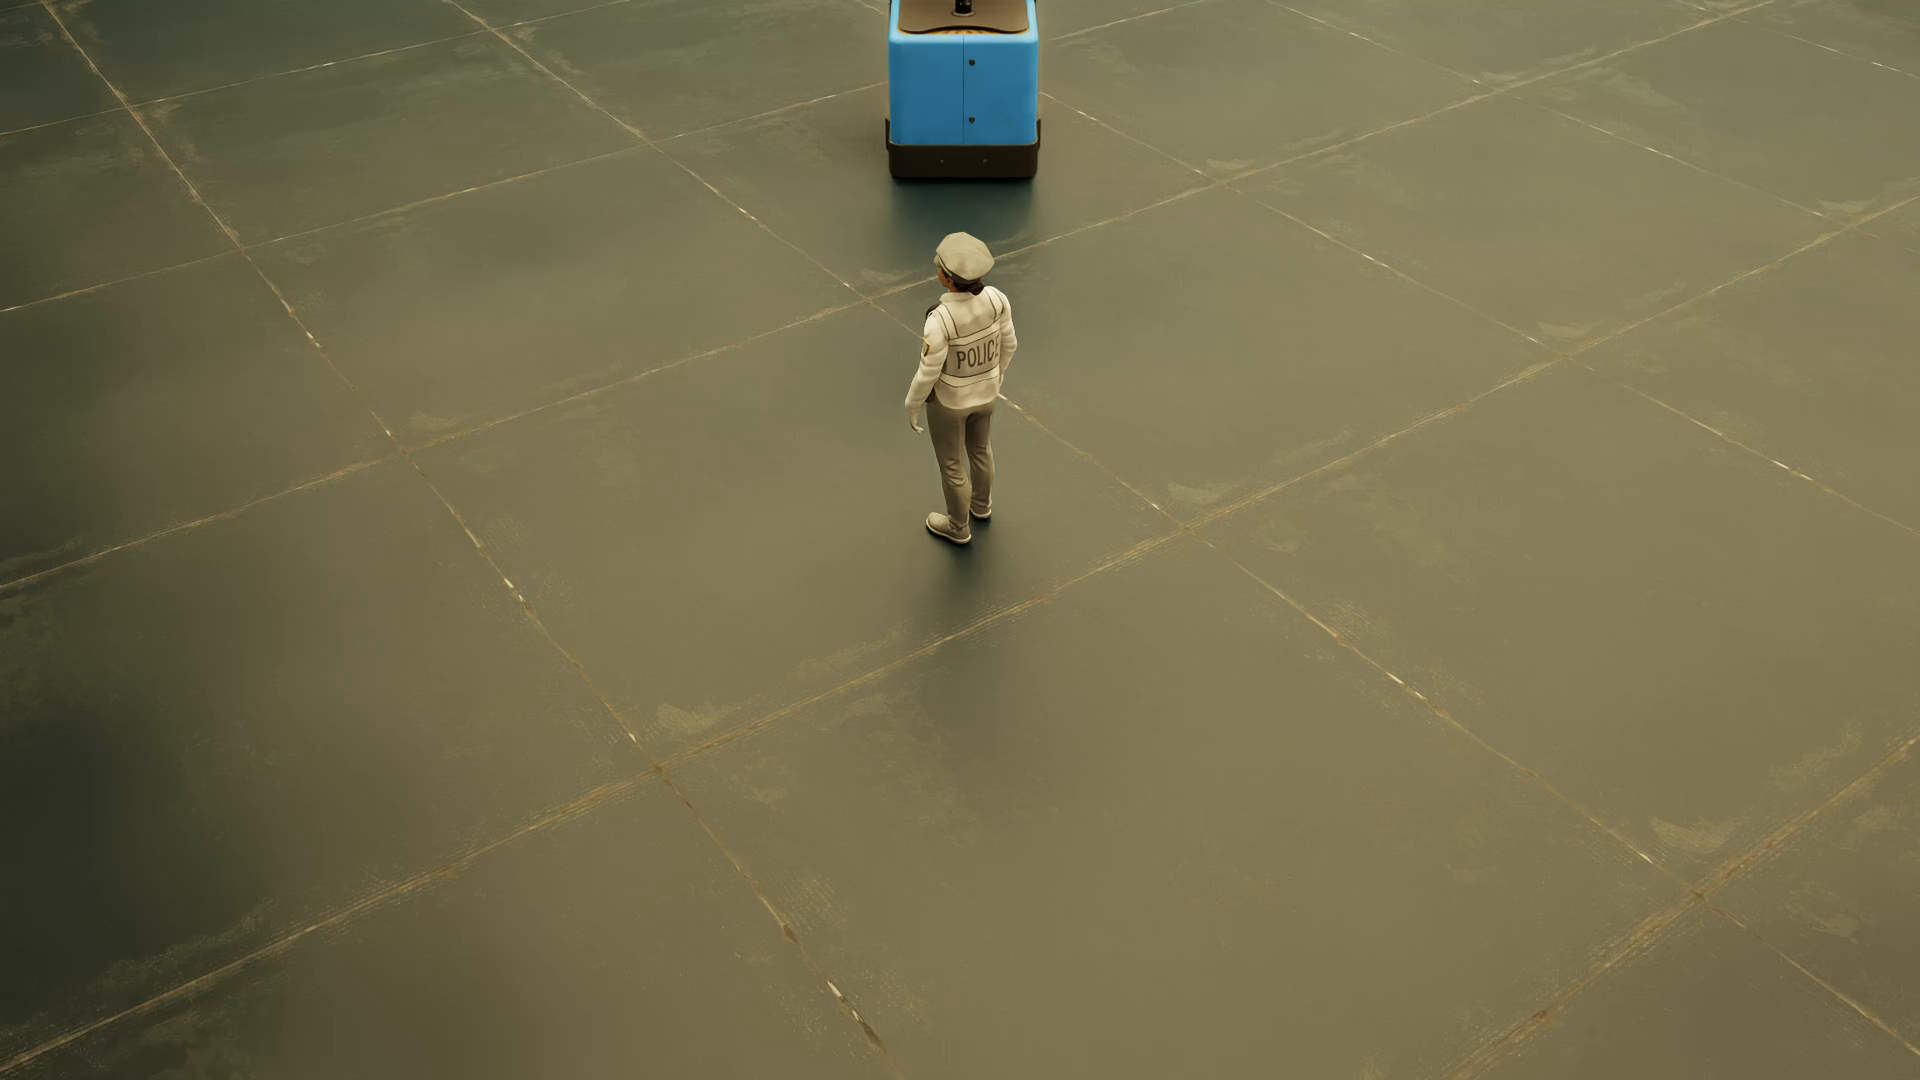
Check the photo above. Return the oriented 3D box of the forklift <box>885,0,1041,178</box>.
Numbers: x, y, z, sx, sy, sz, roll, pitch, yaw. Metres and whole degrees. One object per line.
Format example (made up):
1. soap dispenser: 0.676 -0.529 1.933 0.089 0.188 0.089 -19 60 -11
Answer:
1. forklift: 0.020 -4.583 12.143 1.130 2.935 3.031 0 36 0

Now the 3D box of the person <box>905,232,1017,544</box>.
1. person: -0.034 -0.723 7.950 0.586 1.694 0.530 -23 42 -28
